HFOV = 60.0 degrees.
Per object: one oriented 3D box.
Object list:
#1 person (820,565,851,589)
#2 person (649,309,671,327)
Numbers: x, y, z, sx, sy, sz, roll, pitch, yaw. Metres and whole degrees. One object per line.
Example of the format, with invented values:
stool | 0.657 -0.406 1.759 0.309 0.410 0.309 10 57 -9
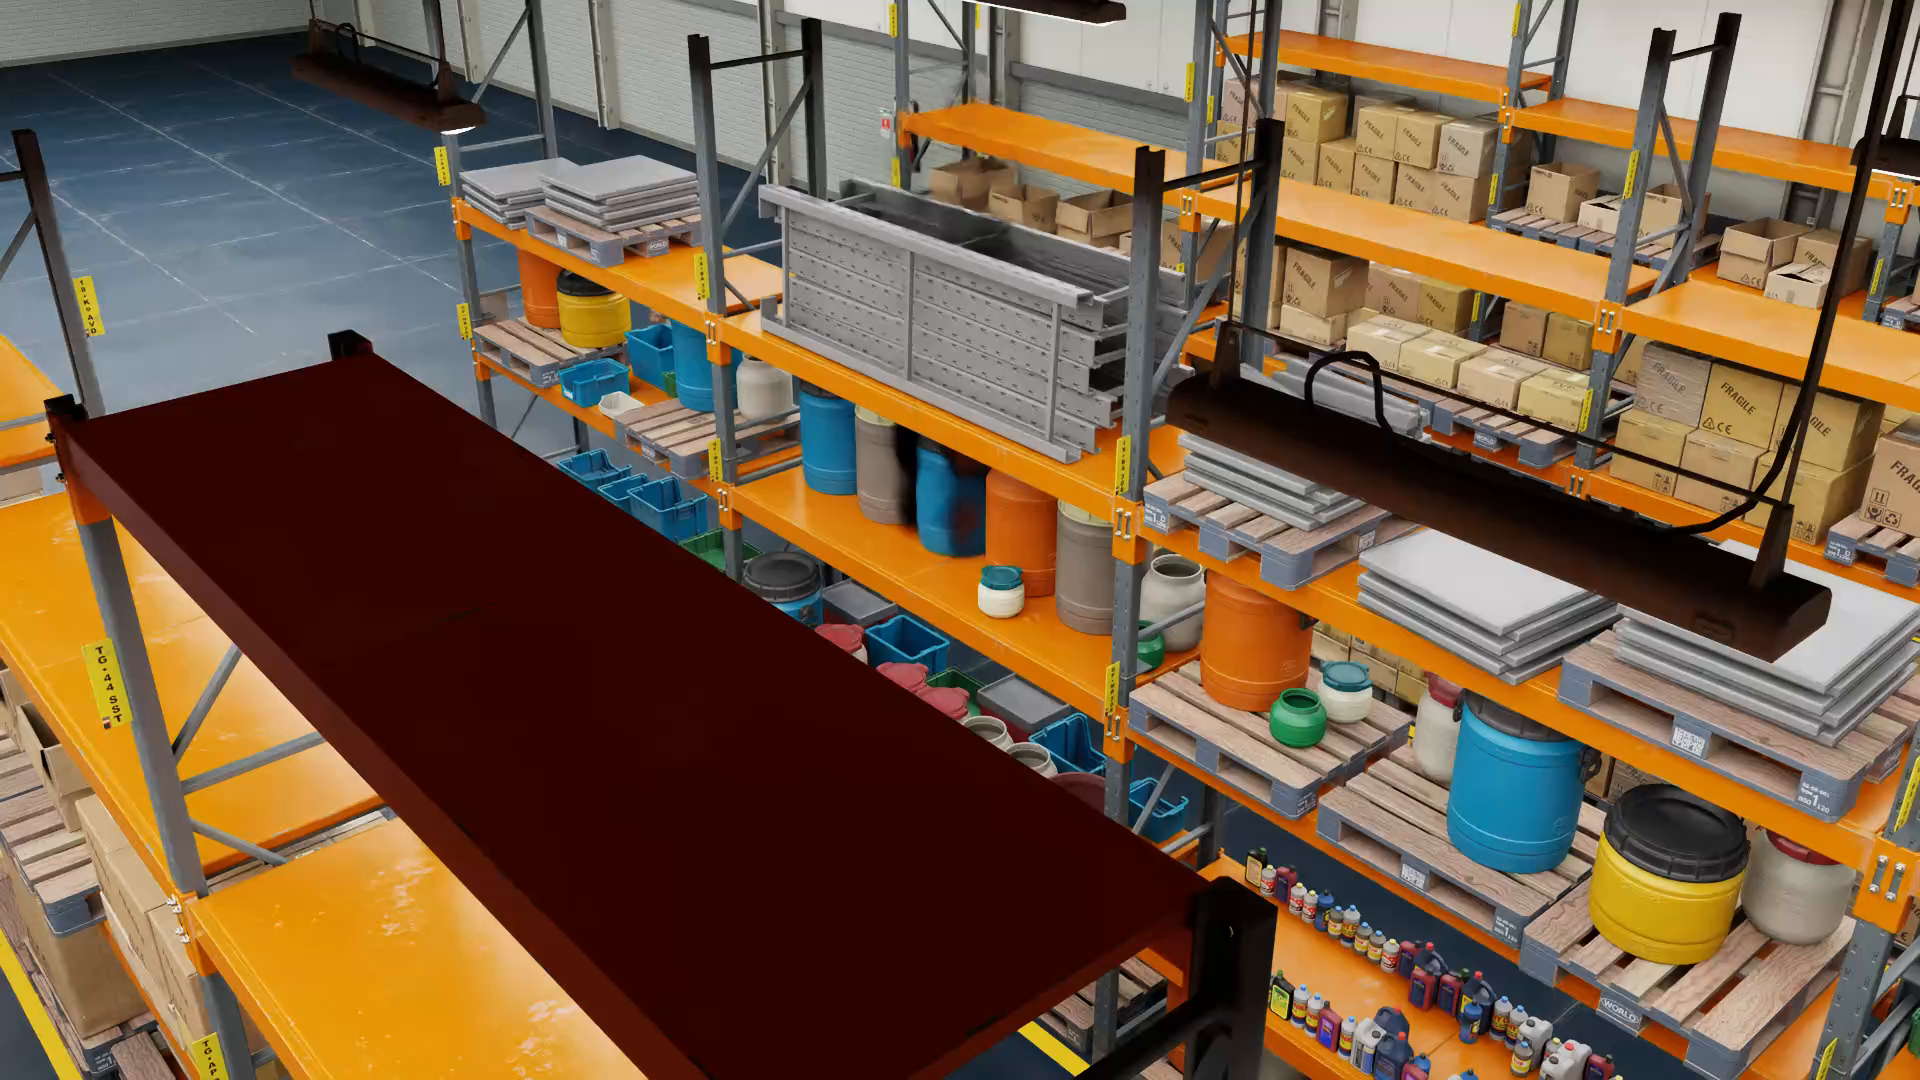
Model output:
person | -1.091 0.190 15.567 0.530 1.490 0.543 20 33 34
person | -3.499 -1.953 19.484 0.631 1.756 0.639 -5 27 -9
